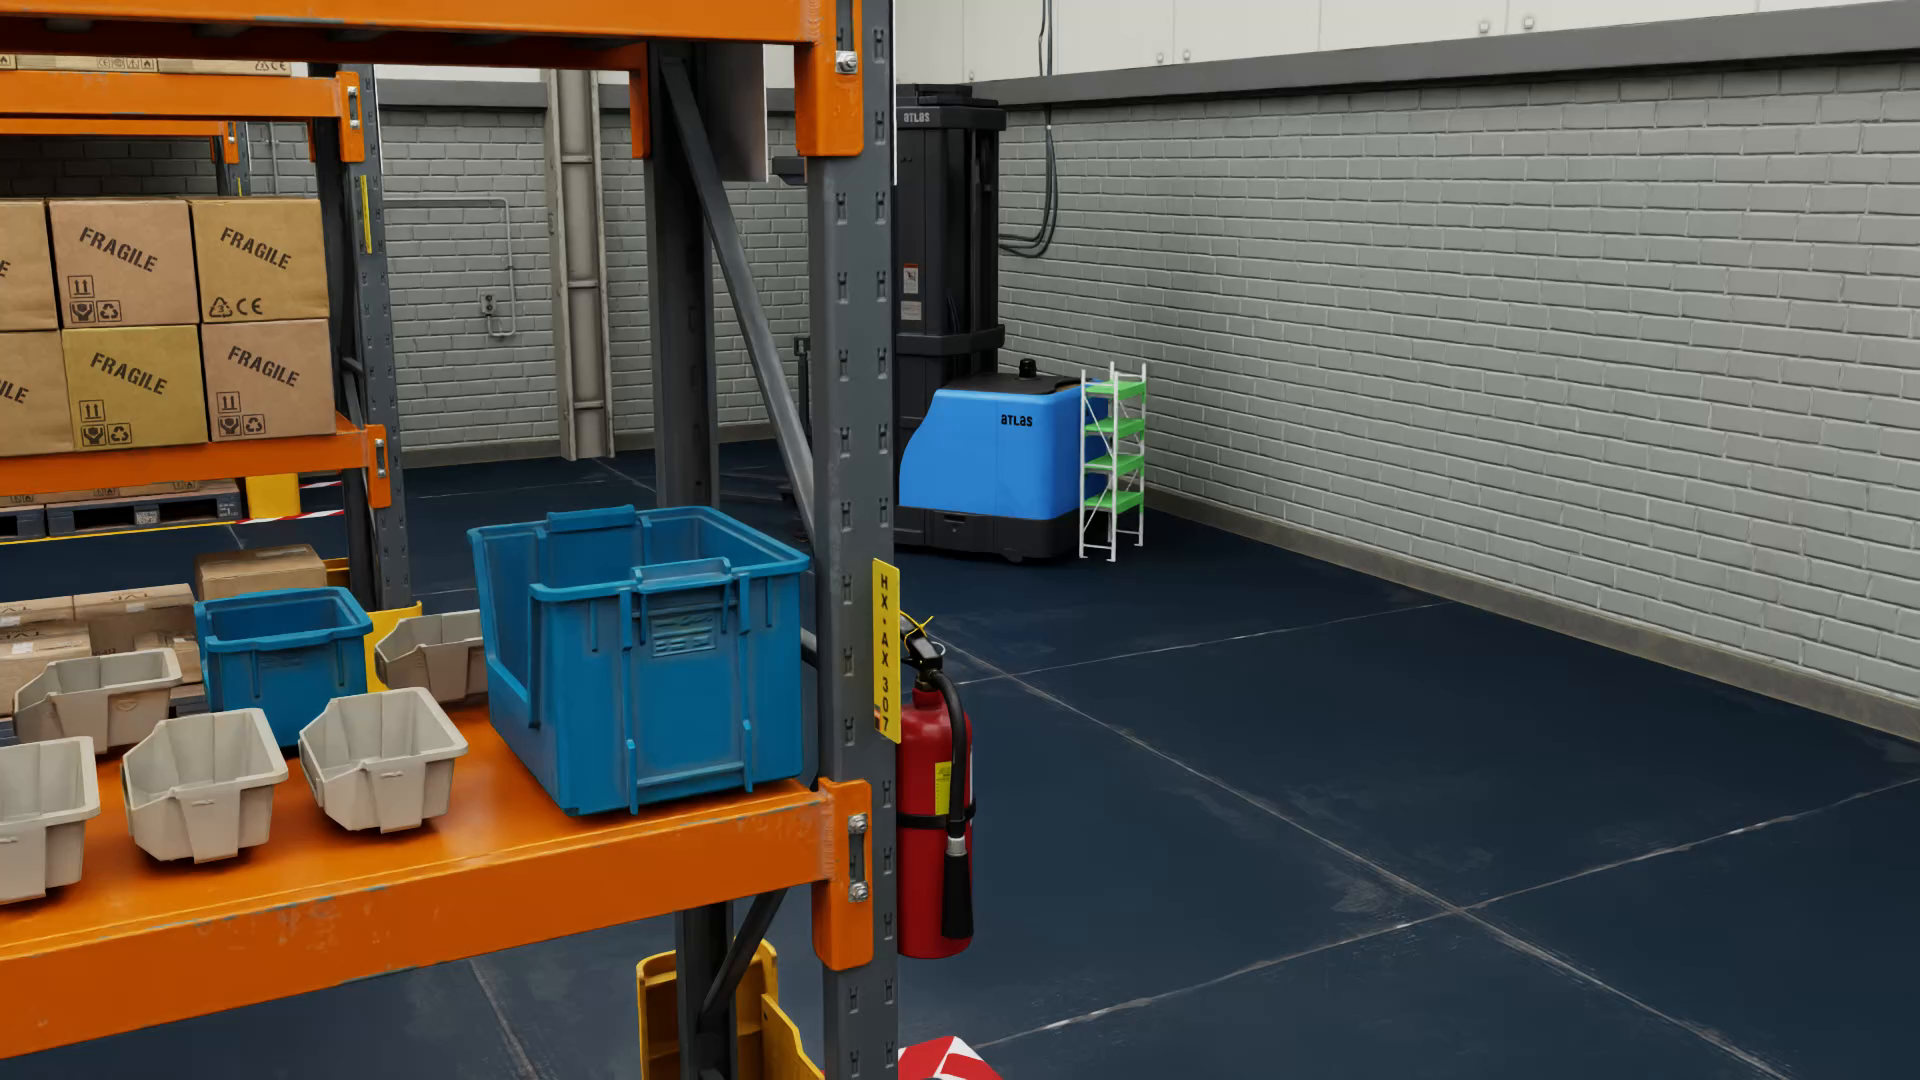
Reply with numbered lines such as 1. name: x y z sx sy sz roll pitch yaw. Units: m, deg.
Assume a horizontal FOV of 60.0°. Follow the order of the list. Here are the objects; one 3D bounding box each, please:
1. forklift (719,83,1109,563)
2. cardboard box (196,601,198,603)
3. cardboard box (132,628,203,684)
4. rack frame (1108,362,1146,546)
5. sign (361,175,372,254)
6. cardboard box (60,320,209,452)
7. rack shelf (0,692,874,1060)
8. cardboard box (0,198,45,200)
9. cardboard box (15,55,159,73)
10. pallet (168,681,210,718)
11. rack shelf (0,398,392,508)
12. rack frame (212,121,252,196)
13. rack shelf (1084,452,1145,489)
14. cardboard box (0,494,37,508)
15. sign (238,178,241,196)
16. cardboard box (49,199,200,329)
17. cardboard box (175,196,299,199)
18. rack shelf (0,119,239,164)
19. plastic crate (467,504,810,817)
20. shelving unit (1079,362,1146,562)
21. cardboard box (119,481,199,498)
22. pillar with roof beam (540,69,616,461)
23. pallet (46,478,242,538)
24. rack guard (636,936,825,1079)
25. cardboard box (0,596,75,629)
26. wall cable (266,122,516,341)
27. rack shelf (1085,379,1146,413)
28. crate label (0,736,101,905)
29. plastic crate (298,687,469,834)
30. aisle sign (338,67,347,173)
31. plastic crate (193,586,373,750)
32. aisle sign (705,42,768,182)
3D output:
1. forklift: -0.559 -1.493 11.068 3.031 2.935 1.130 6 14 27
2. cardboard box: -3.532 0.393 7.982 0.250 0.166 0.380 -7 14 -28
3. cardboard box: -3.539 0.519 7.423 0.250 0.166 0.380 -7 14 -28
4. rack frame: 1.088 -0.558 10.851 0.240 1.200 0.015 6 14 26
5. sign: -2.532 -1.389 7.091 0.005 0.325 0.100 -7 14 -28
6. cardboard box: -3.497 -0.673 7.038 0.500 0.500 0.500 -7 14 -27
7. rack shelf: -2.166 0.738 2.638 4.000 0.370 1.077 -7 14 -28
8. cardboard box: -4.193 -1.211 7.154 0.500 0.500 0.500 -7 14 -27
9. cardboard box: -3.549 -2.014 6.734 0.500 0.250 0.500 -7 14 -28
10. pallet: -3.547 0.674 7.634 1.213 0.211 1.003 -7 14 -28
11. rack shelf: -4.536 -0.217 6.881 4.000 0.370 1.077 -7 14 -28
12. rack frame: -5.158 -1.733 11.977 0.127 3.000 1.000 -7 14 -28
13. rack shelf: 0.979 -0.448 10.652 0.258 0.148 0.480 6 14 26
14. cardboard box: -6.604 -0.520 11.323 0.500 0.500 0.700 -7 15 -30
15. sign: -4.910 -2.307 11.353 0.005 0.325 0.100 -7 14 -28
16. cardboard box: -3.483 -1.162 6.936 0.500 0.500 0.500 -6 14 -26
17. cardboard box: -3.297 -1.319 7.635 0.500 0.500 0.500 -6 14 -26
18. rack shelf: -6.913 -2.635 10.792 4.000 0.370 1.077 -7 14 -28
19. plastic crate: -0.615 0.201 3.167 0.499 0.435 0.616 -7 14 -28
20. shelving unit: 0.979 -0.510 10.639 0.258 1.200 0.503 6 14 26
21. cardboard box: -5.724 -0.625 11.793 0.500 0.500 0.700 -7 14 -28
22. pillar with roof beam: -1.139 -4.281 9.635 0.400 9.000 9.100 -7 14 -28
23. pallet: -5.822 -0.273 11.843 1.213 0.211 1.003 -7 14 -28
24. rack guard: -0.396 1.391 3.791 0.348 0.500 1.175 -7 14 -28
25. cardboard box: -4.272 0.456 7.512 0.500 0.250 0.500 -7 14 -28
26. wall cable: -4.487 -2.546 13.274 1.851 1.984 0.084 -7 14 -28
27. rack shelf: 0.977 -0.916 10.548 0.258 0.148 0.480 6 14 26
28. crate label: -1.534 0.458 2.706 0.243 0.136 0.396 -7 14 -28
29. plastic crate: -1.040 0.396 2.980 0.243 0.136 0.396 -7 14 -28
30. aisle sign: -2.862 -2.111 7.735 0.004 0.787 0.394 -7 14 -28
31. plastic crate: -1.363 0.261 3.364 0.300 0.233 0.416 -7 14 -28
32. aisle sign: -0.490 -1.157 3.496 0.004 0.787 0.394 -7 14 -28
